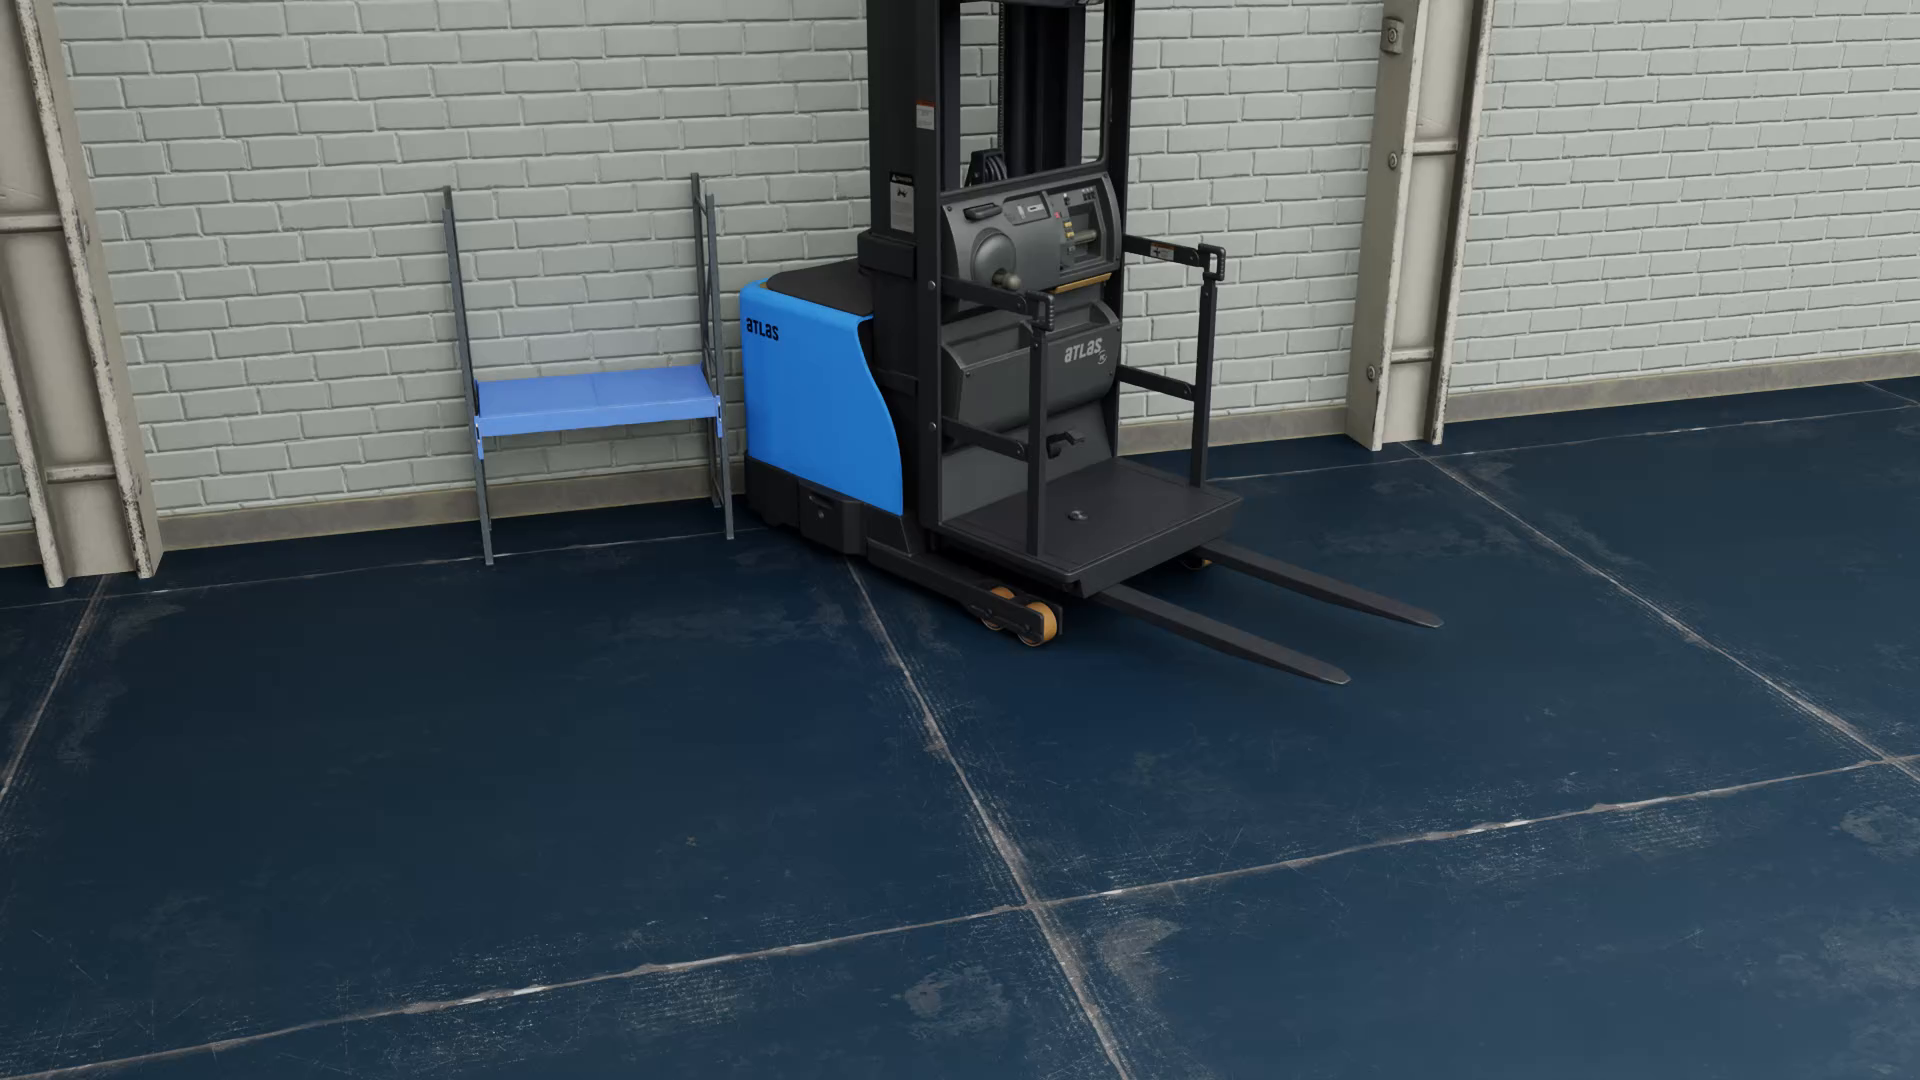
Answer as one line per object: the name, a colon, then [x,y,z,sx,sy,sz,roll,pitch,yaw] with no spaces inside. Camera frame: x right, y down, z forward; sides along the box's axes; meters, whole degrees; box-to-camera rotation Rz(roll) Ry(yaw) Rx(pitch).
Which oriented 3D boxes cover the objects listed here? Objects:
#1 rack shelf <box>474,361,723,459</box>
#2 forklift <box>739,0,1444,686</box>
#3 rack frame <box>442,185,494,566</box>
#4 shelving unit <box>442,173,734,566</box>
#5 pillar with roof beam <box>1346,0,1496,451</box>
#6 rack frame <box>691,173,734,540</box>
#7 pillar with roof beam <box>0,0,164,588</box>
rack shelf: [-1.557,-0.565,7.121,1.000,0.185,0.538,-6,24,-14]
forklift: [0.441,-1.174,6.268,3.031,2.935,1.130,21,31,40]
rack frame: [-2.047,-0.676,6.924,0.032,1.500,0.500,-6,24,-14]
shelving unit: [-1.557,-0.730,7.050,1.048,1.500,0.538,-6,24,-14]
pillar with roof beam: [3.363,-3.024,2.886,0.400,9.000,9.100,-6,24,-14]
rack frame: [-1.068,-0.785,7.177,0.032,1.500,0.500,-6,24,-14]
pillar with roof beam: [-2.414,-2.385,1.396,0.400,9.000,9.100,-6,24,-14]
